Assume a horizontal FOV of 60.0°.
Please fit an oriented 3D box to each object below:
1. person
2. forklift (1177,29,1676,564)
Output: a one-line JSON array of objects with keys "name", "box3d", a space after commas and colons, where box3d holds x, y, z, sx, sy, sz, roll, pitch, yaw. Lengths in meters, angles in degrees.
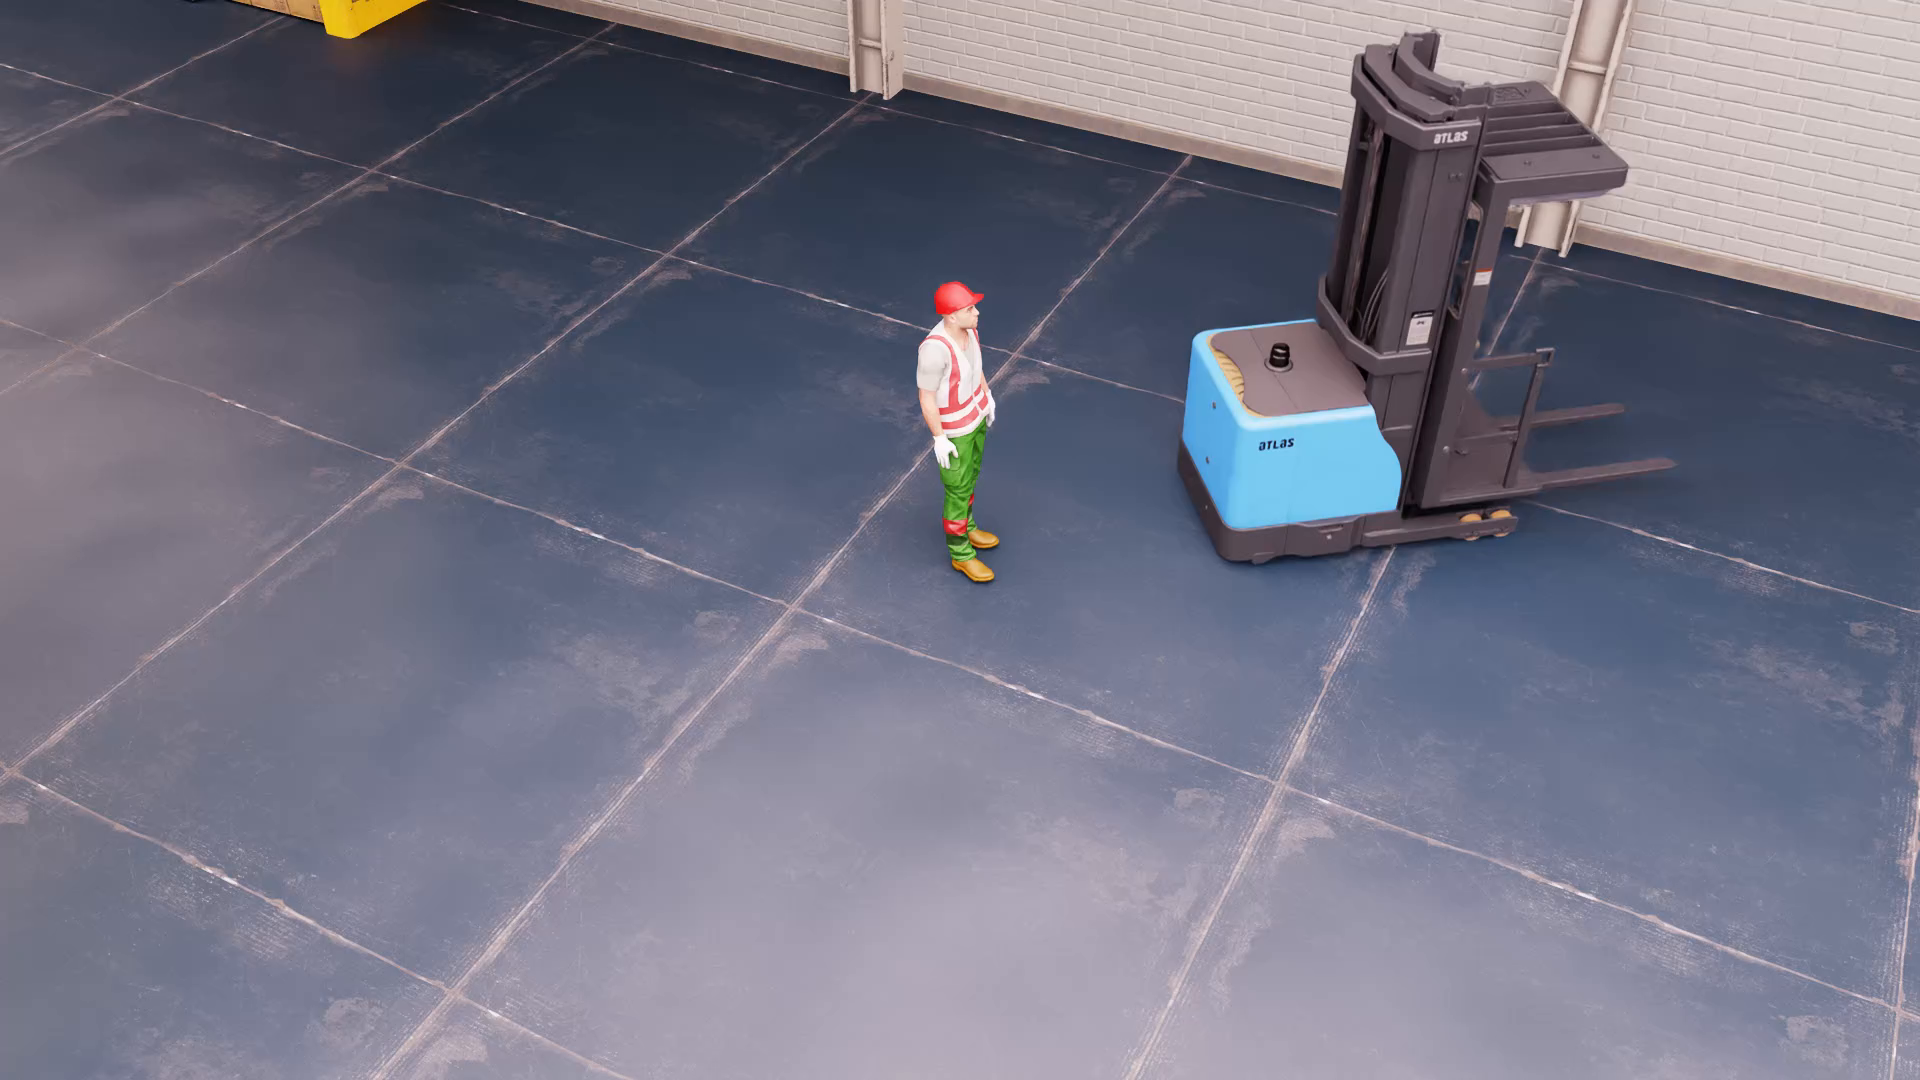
[{"name": "person", "box3d": [0.065, -0.659, 9.644, 0.563, 1.788, 0.638, 18, 43, 21]}, {"name": "forklift", "box3d": [2.966, -1.446, 9.704, 3.031, 2.935, 1.130, -7, 41, -9]}]
